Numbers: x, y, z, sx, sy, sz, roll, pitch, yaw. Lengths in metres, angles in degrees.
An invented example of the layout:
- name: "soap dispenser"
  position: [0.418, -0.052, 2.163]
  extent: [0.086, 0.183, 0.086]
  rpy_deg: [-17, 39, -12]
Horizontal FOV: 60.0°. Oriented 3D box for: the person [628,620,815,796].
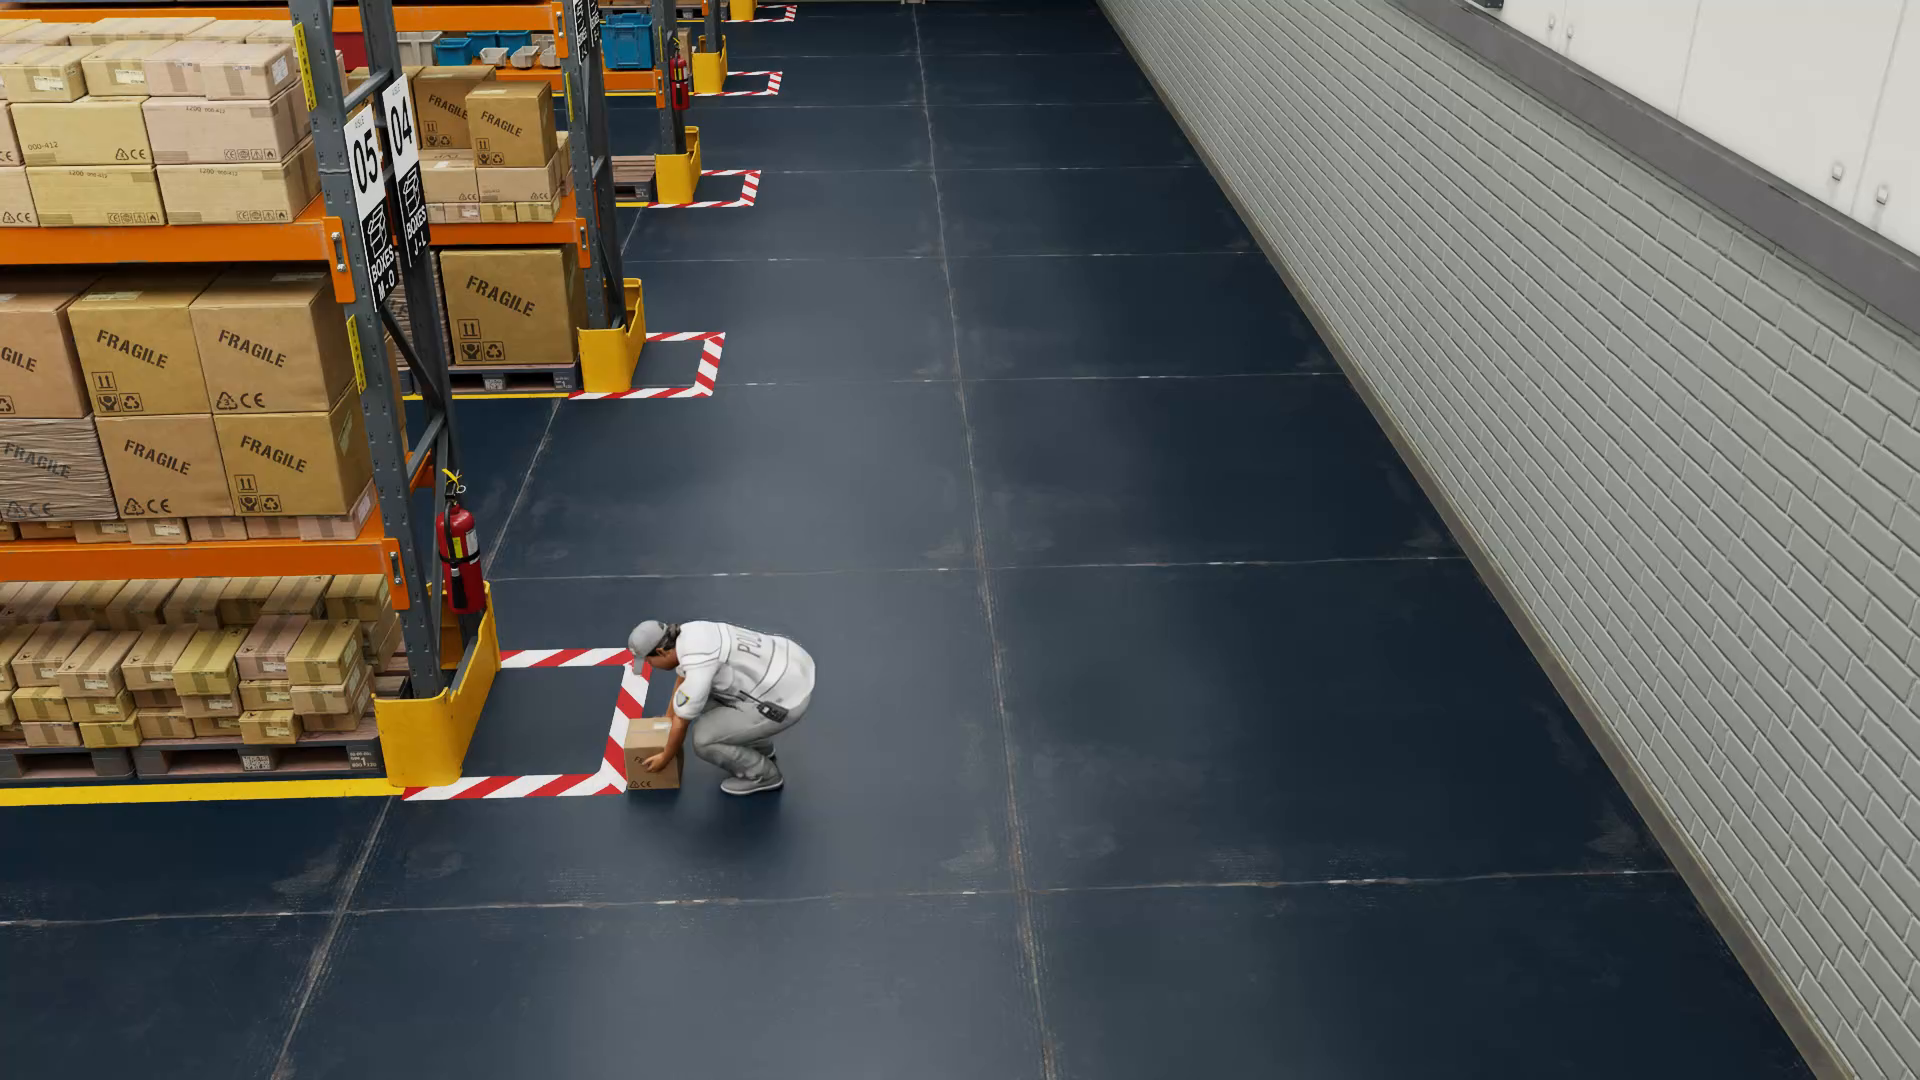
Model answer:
- name: "person"
  position: [-1.124, 0.760, 7.995]
  extent: [0.858, 0.907, 0.516]
  rpy_deg: [-1, 28, -3]
